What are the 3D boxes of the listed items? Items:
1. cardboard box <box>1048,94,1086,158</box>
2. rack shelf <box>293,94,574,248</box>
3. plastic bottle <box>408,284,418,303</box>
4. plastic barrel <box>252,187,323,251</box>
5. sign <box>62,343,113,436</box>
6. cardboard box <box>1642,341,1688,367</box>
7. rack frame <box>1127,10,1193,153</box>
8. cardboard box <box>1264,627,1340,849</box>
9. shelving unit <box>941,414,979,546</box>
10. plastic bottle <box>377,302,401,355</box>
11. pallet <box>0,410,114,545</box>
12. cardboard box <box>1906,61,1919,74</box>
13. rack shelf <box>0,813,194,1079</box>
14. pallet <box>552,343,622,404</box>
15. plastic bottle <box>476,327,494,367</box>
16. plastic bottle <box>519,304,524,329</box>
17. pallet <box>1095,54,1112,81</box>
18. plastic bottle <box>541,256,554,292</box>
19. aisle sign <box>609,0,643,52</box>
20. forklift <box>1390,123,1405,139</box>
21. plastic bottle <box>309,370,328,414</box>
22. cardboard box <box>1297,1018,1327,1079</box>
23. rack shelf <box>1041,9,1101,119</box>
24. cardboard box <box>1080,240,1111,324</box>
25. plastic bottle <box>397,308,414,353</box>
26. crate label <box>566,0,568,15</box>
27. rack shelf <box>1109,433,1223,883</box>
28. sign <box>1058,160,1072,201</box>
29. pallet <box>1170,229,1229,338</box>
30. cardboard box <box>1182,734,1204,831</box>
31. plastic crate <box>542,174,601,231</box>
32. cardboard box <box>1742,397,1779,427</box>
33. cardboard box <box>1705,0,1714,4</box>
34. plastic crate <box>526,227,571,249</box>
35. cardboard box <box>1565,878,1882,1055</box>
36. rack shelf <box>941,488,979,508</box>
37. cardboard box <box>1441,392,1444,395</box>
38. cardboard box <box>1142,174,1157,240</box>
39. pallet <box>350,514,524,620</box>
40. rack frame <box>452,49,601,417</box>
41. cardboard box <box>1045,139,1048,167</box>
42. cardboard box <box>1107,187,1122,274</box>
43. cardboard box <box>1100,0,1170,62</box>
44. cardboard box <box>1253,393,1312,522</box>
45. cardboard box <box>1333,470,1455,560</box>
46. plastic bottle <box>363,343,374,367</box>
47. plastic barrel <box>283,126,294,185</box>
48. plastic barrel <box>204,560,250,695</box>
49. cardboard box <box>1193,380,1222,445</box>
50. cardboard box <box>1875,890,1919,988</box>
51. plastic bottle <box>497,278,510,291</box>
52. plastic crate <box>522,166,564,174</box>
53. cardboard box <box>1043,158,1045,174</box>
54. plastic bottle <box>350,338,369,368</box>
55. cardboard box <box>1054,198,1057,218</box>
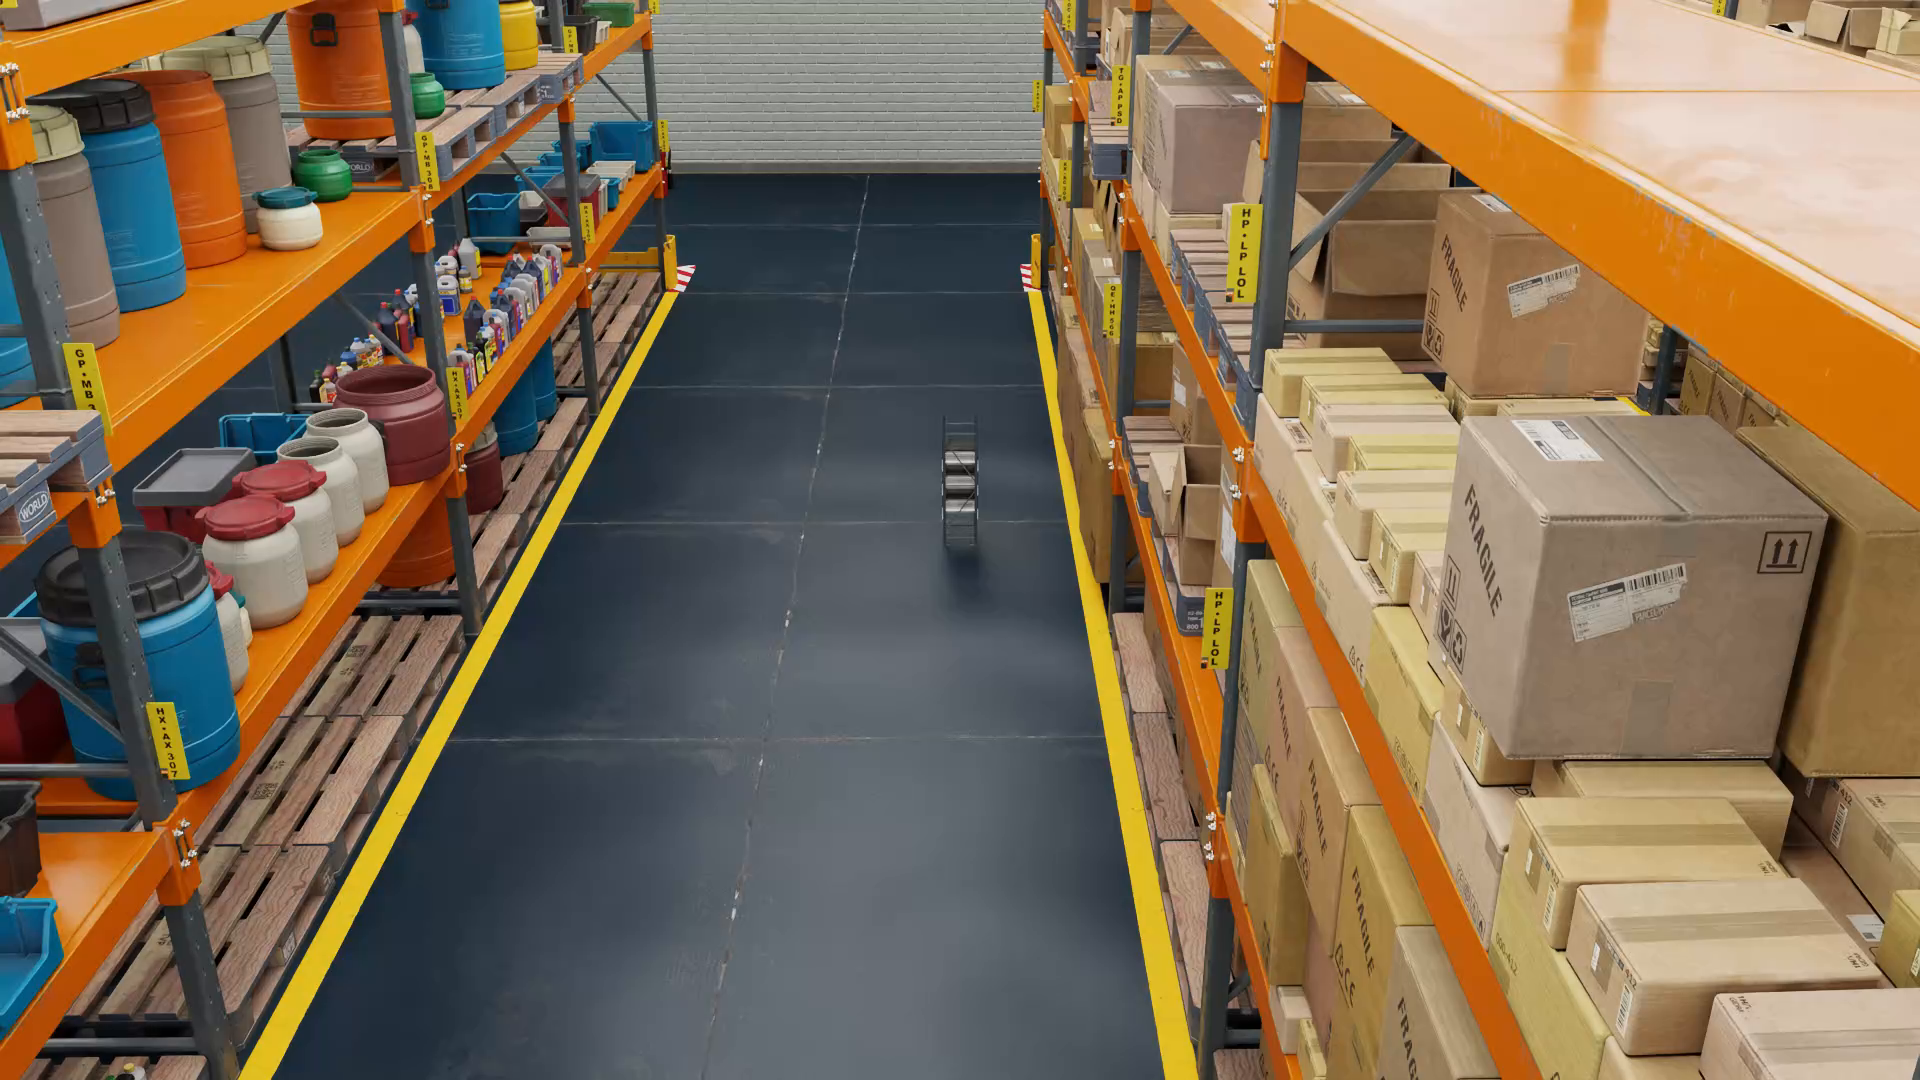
[{"bbox_3d":[1.103,-3.891,15.624,0.500,0.500,0.500,-1,24,-2],"label":"cardboard box"},{"bbox_3d":[-3.536,-2.645,11.191,1.077,0.370,4.000,0,24,-1],"label":"rack shelf"},{"bbox_3d":[-3.921,-1.704,12.028,0.152,0.276,0.135,0,24,-1],"label":"plastic bottle"},{"bbox_3d":[-3.267,-1.562,8.092,0.301,0.262,0.301,0,24,0],"label":"plastic barrel"},{"bbox_3d":[-2.921,-0.502,5.569,0.100,0.325,0.005,0,24,-1],"label":"sign"},{"bbox_3d":[6.034,-1.589,14.213,0.380,0.149,0.250,0,24,0],"label":"cardboard box"},{"bbox_3d":[1.438,-3.537,8.651,1.000,3.000,0.127,0,24,-1],"label":"rack frame"},{"bbox_3d":[1.239,0.600,5.087,0.500,0.500,0.500,0,24,-1],"label":"cardboard box"},{"bbox_3d":[0.000,-0.413,11.572,0.258,0.900,0.210,0,24,-1],"label":"shelving unit"},{"bbox_3d":[-3.918,-1.461,11.400,0.144,0.351,0.185,0,24,-1],"label":"plastic bottle"},{"bbox_3d":[-3.365,-0.117,4.958,1.213,0.211,1.003,0,24,-1],"label":"pallet"},{"bbox_3d":[6.120,-2.637,10.179,0.500,0.500,0.500,0,24,-1],"label":"cardboard box"},{"bbox_3d":[-3.449,2.018,4.520,1.077,0.370,4.000,0,24,-1],"label":"rack shelf"},{"bbox_3d":[-3.605,-1.462,14.727,1.003,0.211,1.213,0,24,-1],"label":"pallet"},{"bbox_3d":[-3.179,-1.291,11.122,0.097,0.271,0.097,0,24,0],"label":"plastic bottle"},{"bbox_3d":[-3.188,-1.621,11.936,0.097,0.201,0.097,0,24,0],"label":"plastic bottle"},{"bbox_3d":[1.454,-3.354,12.118,0.805,0.209,1.217,-1,24,-3],"label":"pallet"},{"bbox_3d":[-3.227,-2.062,12.820,0.152,0.276,0.135,0,24,-1],"label":"plastic bottle"},{"bbox_3d":[-3.310,-5.294,16.660,0.394,0.787,0.004,0,24,-1],"label":"aisle sign"},{"bbox_3d":[3.258,-2.333,13.351,1.130,2.935,3.031,-2,24,-4],"label":"forklift"},{"bbox_3d":[-3.946,-0.893,10.227,0.061,0.283,0.133,0,24,-1],"label":"plastic bottle"},{"bbox_3d":[1.222,1.564,4.958,0.380,0.149,0.250,0,24,-1],"label":"cardboard box"},{"bbox_3d":[1.373,-4.315,14.884,1.077,0.370,4.000,0,24,-1],"label":"rack shelf"},{"bbox_3d":[1.161,-1.894,12.176,0.500,0.500,0.500,-1,24,-2],"label":"cardboard box"},{"bbox_3d":[-3.816,-1.441,11.438,0.061,0.283,0.133,0,24,-1],"label":"plastic bottle"},{"bbox_3d":[-3.915,-4.996,15.696,0.408,0.251,0.502,0,24,-1],"label":"crate label"},{"bbox_3d":[1.460,0.348,8.214,1.077,0.370,4.000,0,24,-1],"label":"rack shelf"},{"bbox_3d":[0.840,-2.880,13.330,0.100,0.325,0.005,0,24,-1],"label":"sign"},{"bbox_3d":[1.567,-1.119,7.172,1.213,0.211,1.003,0,24,-1],"label":"pallet"},{"bbox_3d":[1.504,1.102,8.172,0.700,0.500,0.500,-2,24,-5],"label":"cardboard box"},{"bbox_3d":[-3.317,-2.855,14.273,0.402,0.464,0.583,0,24,-1],"label":"plastic crate"},{"bbox_3d":[6.125,-0.746,12.283,0.500,0.500,0.500,0,24,0],"label":"cardboard box"},{"bbox_3d":[6.078,-4.268,12.999,0.380,0.149,0.250,-1,24,-3],"label":"cardboard box"},{"bbox_3d":[-3.420,-2.530,13.950,0.396,0.136,0.243,0,24,-1],"label":"plastic crate"},{"bbox_3d":[1.212,0.679,2.666,0.380,0.149,0.250,-1,24,-3],"label":"cardboard box"},{"bbox_3d":[0.000,-0.301,11.623,0.258,0.077,0.200,0,24,-1],"label":"rack shelf"},{"bbox_3d":[1.748,-0.267,5.243,0.500,0.250,0.500,1,24,1],"label":"cardboard box"},{"bbox_3d":[1.194,-1.696,8.402,0.500,0.250,0.500,0,24,1],"label":"cardboard box"},{"bbox_3d":[-3.565,0.164,11.131,1.003,0.211,1.213,0,24,-1],"label":"pallet"},{"bbox_3d":[-3.558,-2.430,13.483,1.000,3.000,0.127,0,24,-1],"label":"rack frame"},{"bbox_3d":[1.098,-3.754,16.232,0.500,0.250,0.500,-1,24,-1],"label":"cardboard box"},{"bbox_3d":[1.428,-2.153,11.531,0.797,0.503,0.637,1,24,1],"label":"cardboard box"},{"bbox_3d":[1.411,-3.817,12.278,0.700,0.500,0.500,0,24,1],"label":"cardboard box"},{"bbox_3d":[1.231,-0.268,5.243,0.500,0.250,0.500,-1,24,-3],"label":"cardboard box"},{"bbox_3d":[1.191,-0.068,4.319,0.380,0.149,0.250,-1,24,-2],"label":"cardboard box"},{"bbox_3d":[-3.936,-1.199,11.003,0.097,0.201,0.097,0,24,0],"label":"plastic bottle"},{"bbox_3d":[-3.818,-2.070,8.911,0.421,0.512,0.421,0,24,0],"label":"plastic barrel"},{"bbox_3d":[-3.262,0.409,7.040,0.433,0.535,0.433,0,24,0],"label":"plastic barrel"},{"bbox_3d":[1.590,-0.589,8.781,0.700,0.500,0.500,3,25,7],"label":"cardboard box"},{"bbox_3d":[1.722,0.687,2.649,0.380,0.149,0.250,-1,24,-2],"label":"cardboard box"},{"bbox_3d":[-3.344,-1.788,12.220,0.097,0.271,0.097,0,24,0],"label":"plastic bottle"},{"bbox_3d":[-3.914,-3.383,15.721,0.416,0.233,0.300,0,24,-1],"label":"plastic crate"},{"bbox_3d":[1.029,-3.733,16.668,0.380,0.149,0.250,-1,24,-1],"label":"cardboard box"},{"bbox_3d":[-3.935,-1.191,10.900,0.097,0.271,0.097,0,24,0],"label":"plastic bottle"},{"bbox_3d":[1.049,-2.991,15.029,0.380,0.149,0.250,-1,24,-1],"label":"cardboard box"}]
